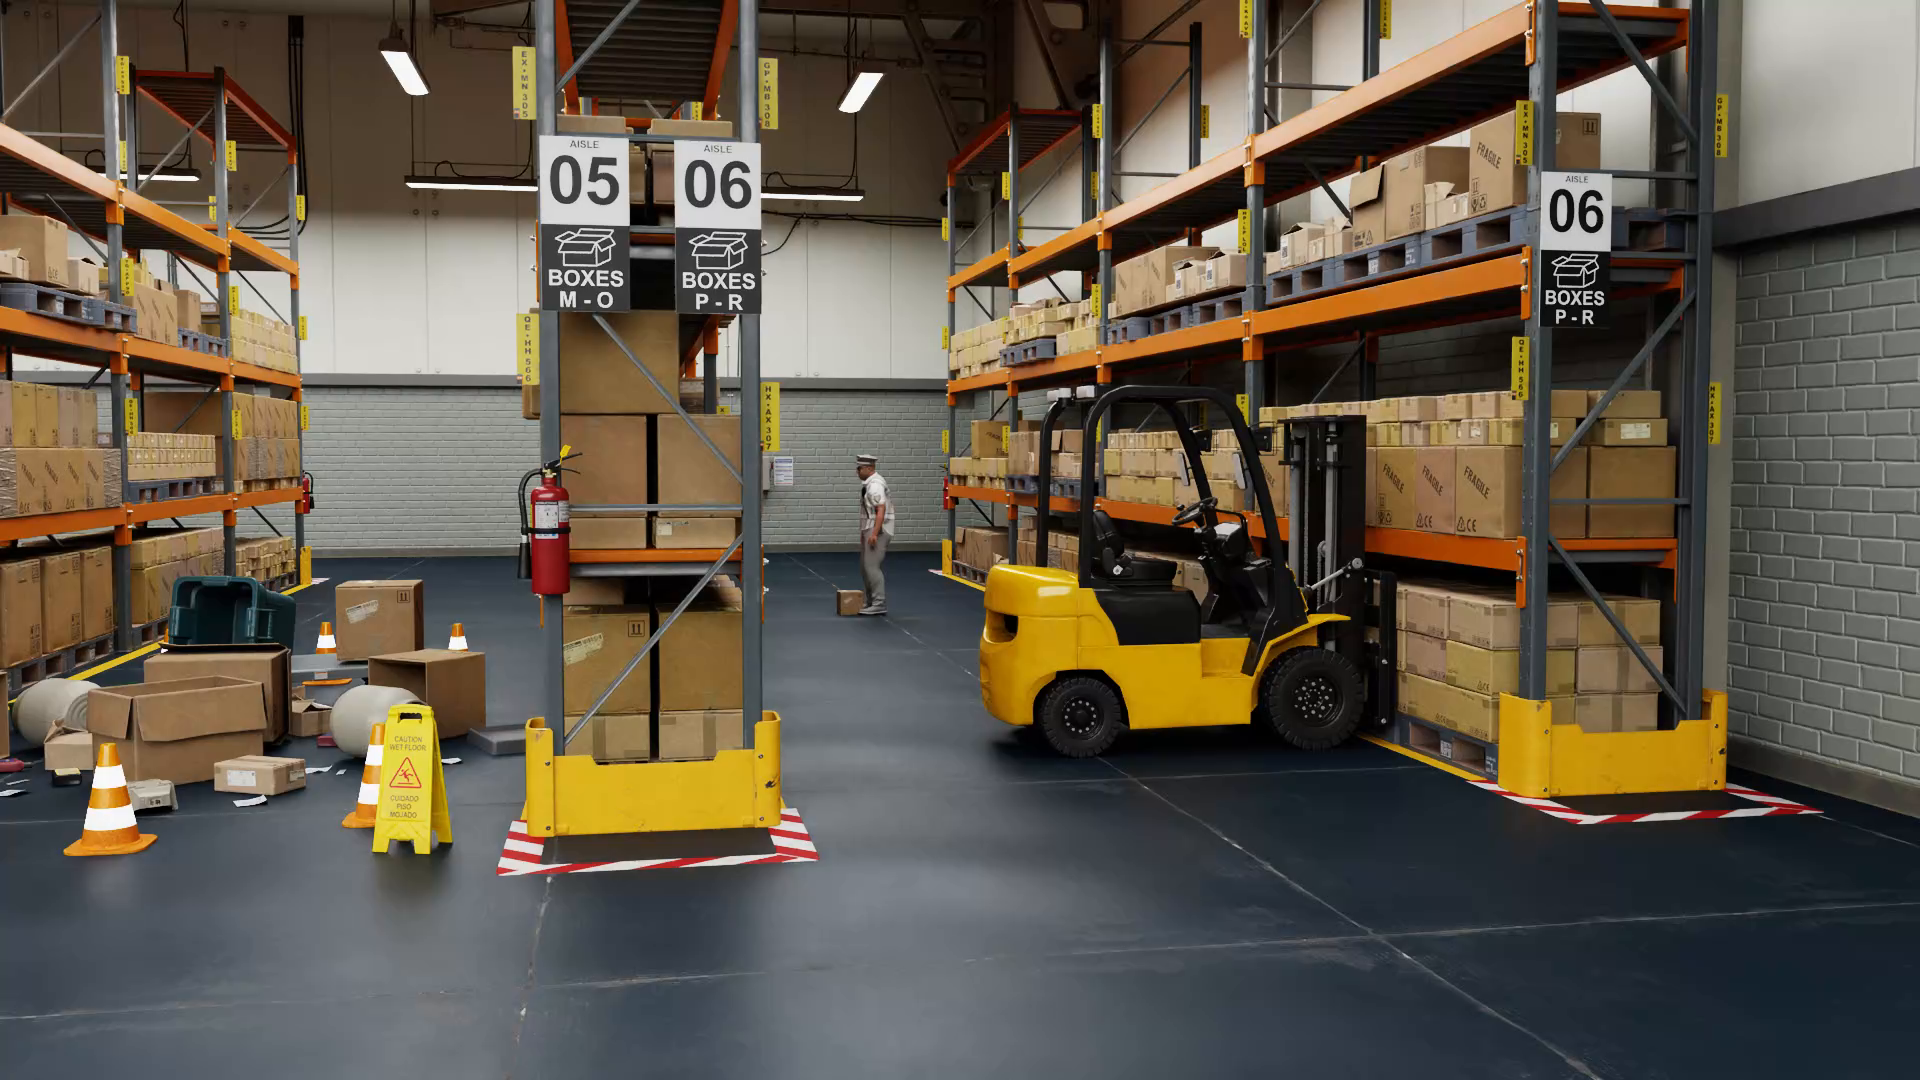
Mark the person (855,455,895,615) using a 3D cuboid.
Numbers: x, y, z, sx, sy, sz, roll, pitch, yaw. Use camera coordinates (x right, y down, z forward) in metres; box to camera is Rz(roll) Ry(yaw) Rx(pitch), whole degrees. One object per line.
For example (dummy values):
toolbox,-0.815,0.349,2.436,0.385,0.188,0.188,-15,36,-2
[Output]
person,-0.945,-0.066,18.284,0.435,1.748,0.593,-1,3,-13
